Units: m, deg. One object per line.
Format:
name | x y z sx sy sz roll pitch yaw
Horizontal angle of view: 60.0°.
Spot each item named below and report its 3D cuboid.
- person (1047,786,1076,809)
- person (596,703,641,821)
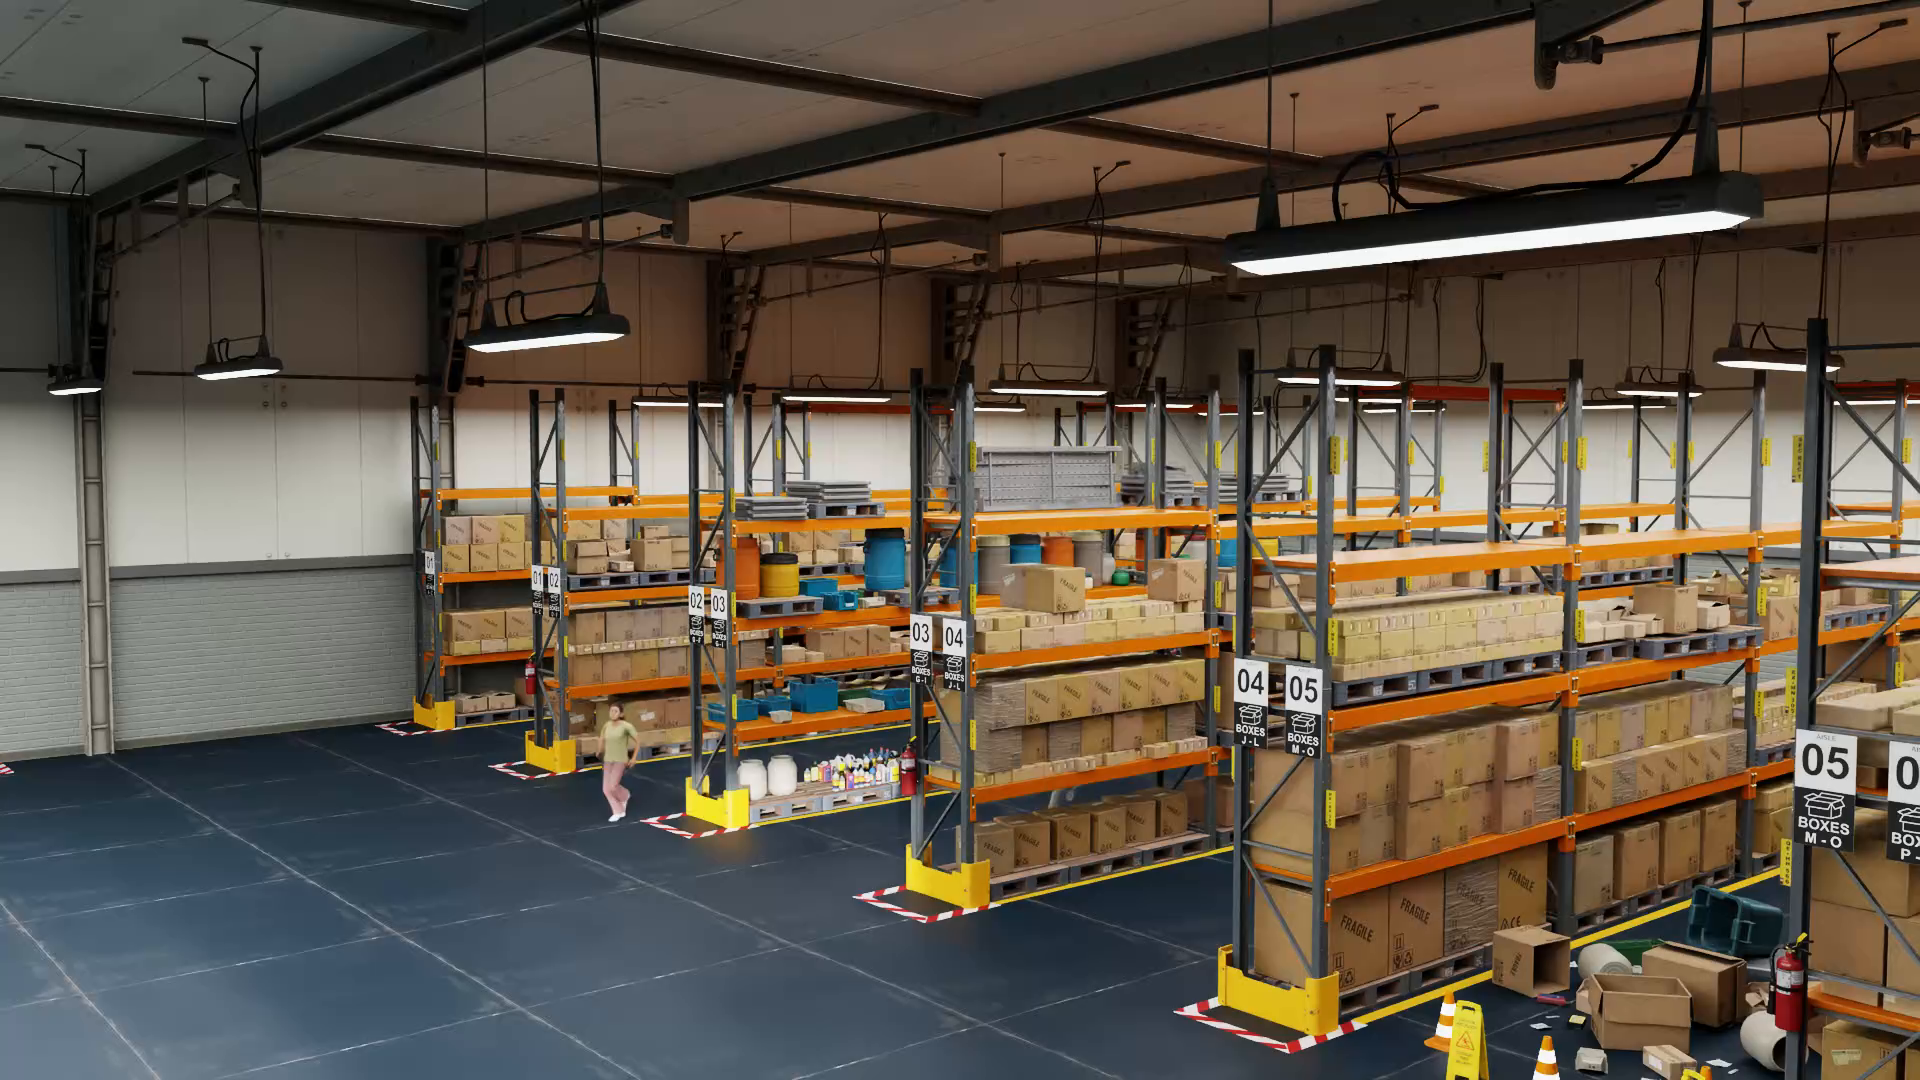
person | 1.400 2.958 22.994 0.618 1.669 0.890 3 4 37
person | -4.683 3.027 22.685 0.598 1.628 0.541 1 4 21
